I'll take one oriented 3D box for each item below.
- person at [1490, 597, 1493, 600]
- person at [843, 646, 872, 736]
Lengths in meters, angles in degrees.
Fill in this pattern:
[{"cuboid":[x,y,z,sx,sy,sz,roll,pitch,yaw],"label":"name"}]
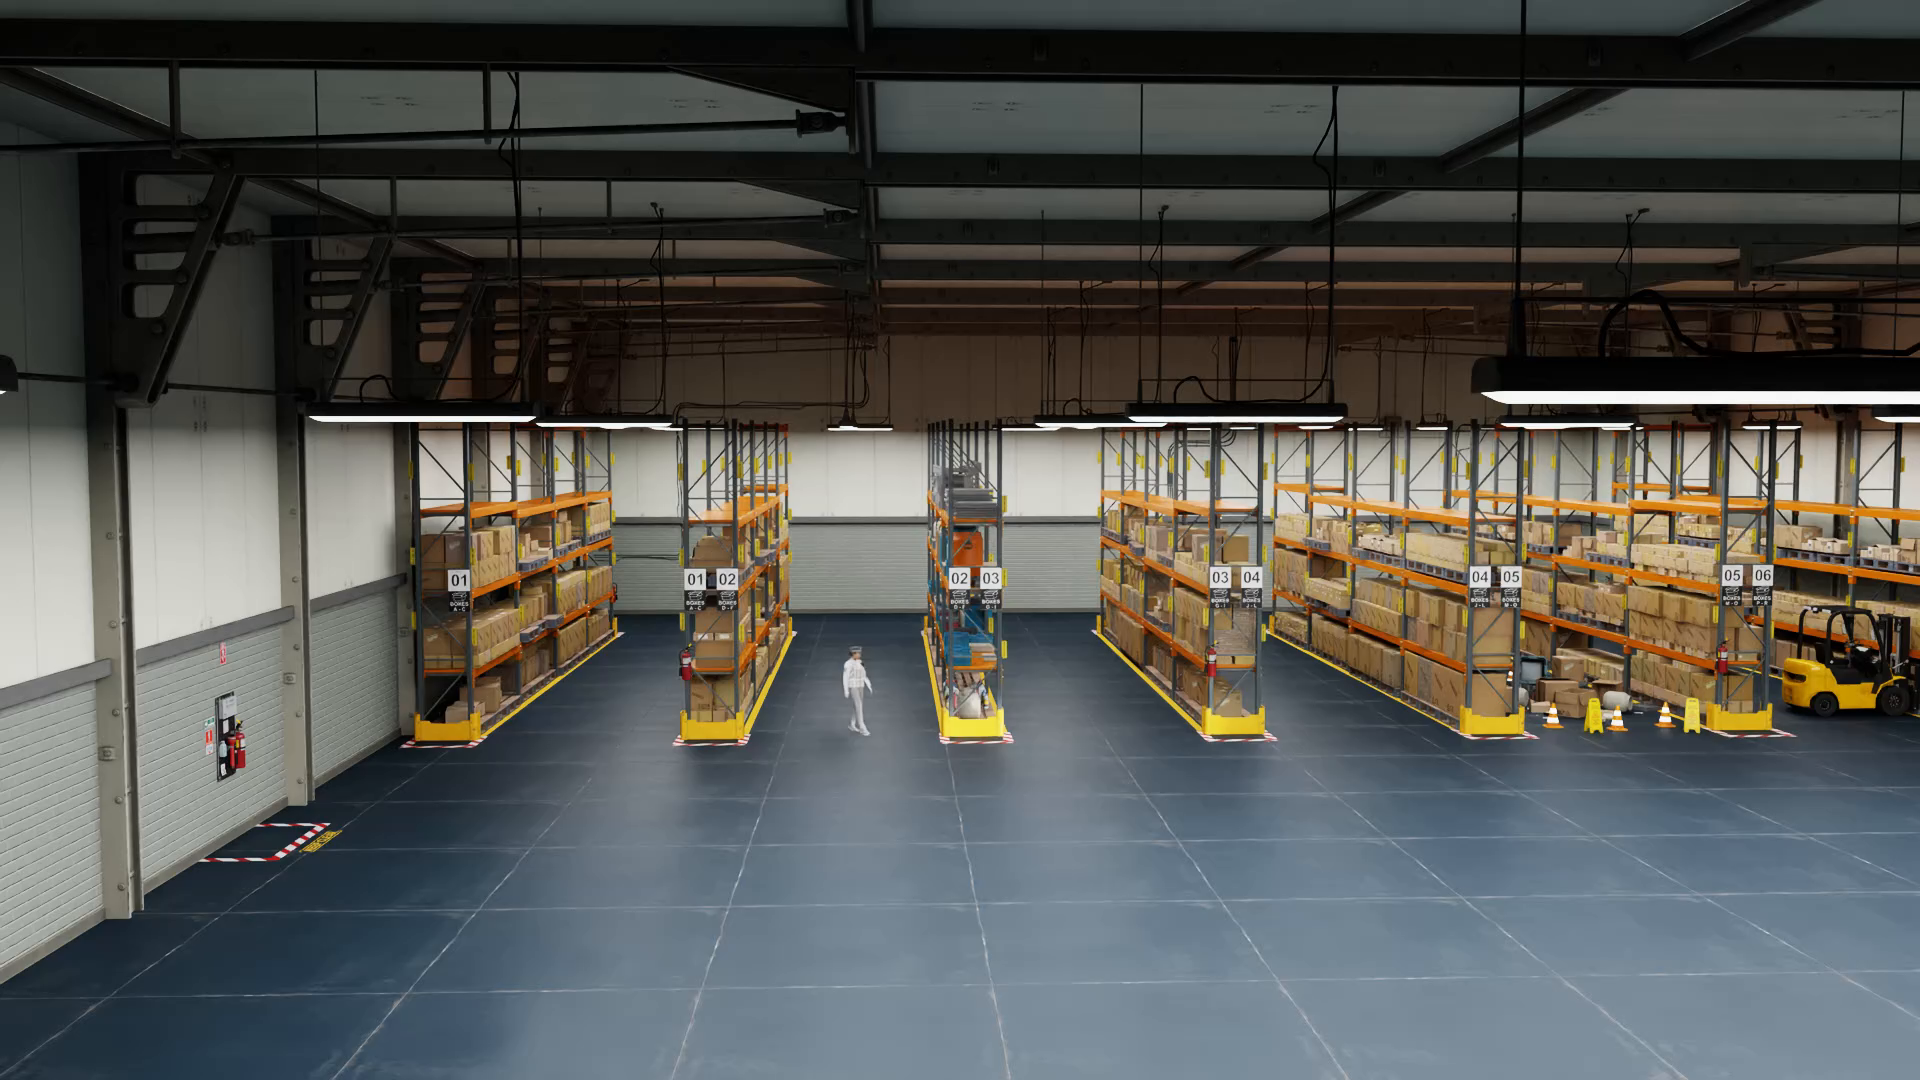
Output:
[{"cuboid":[13.236,2.241,41.580,0.477,1.709,0.533,-2,4,-23],"label":"person"},{"cuboid":[-1.911,2.878,31.867,0.753,1.667,0.516,3,5,39],"label":"person"}]
